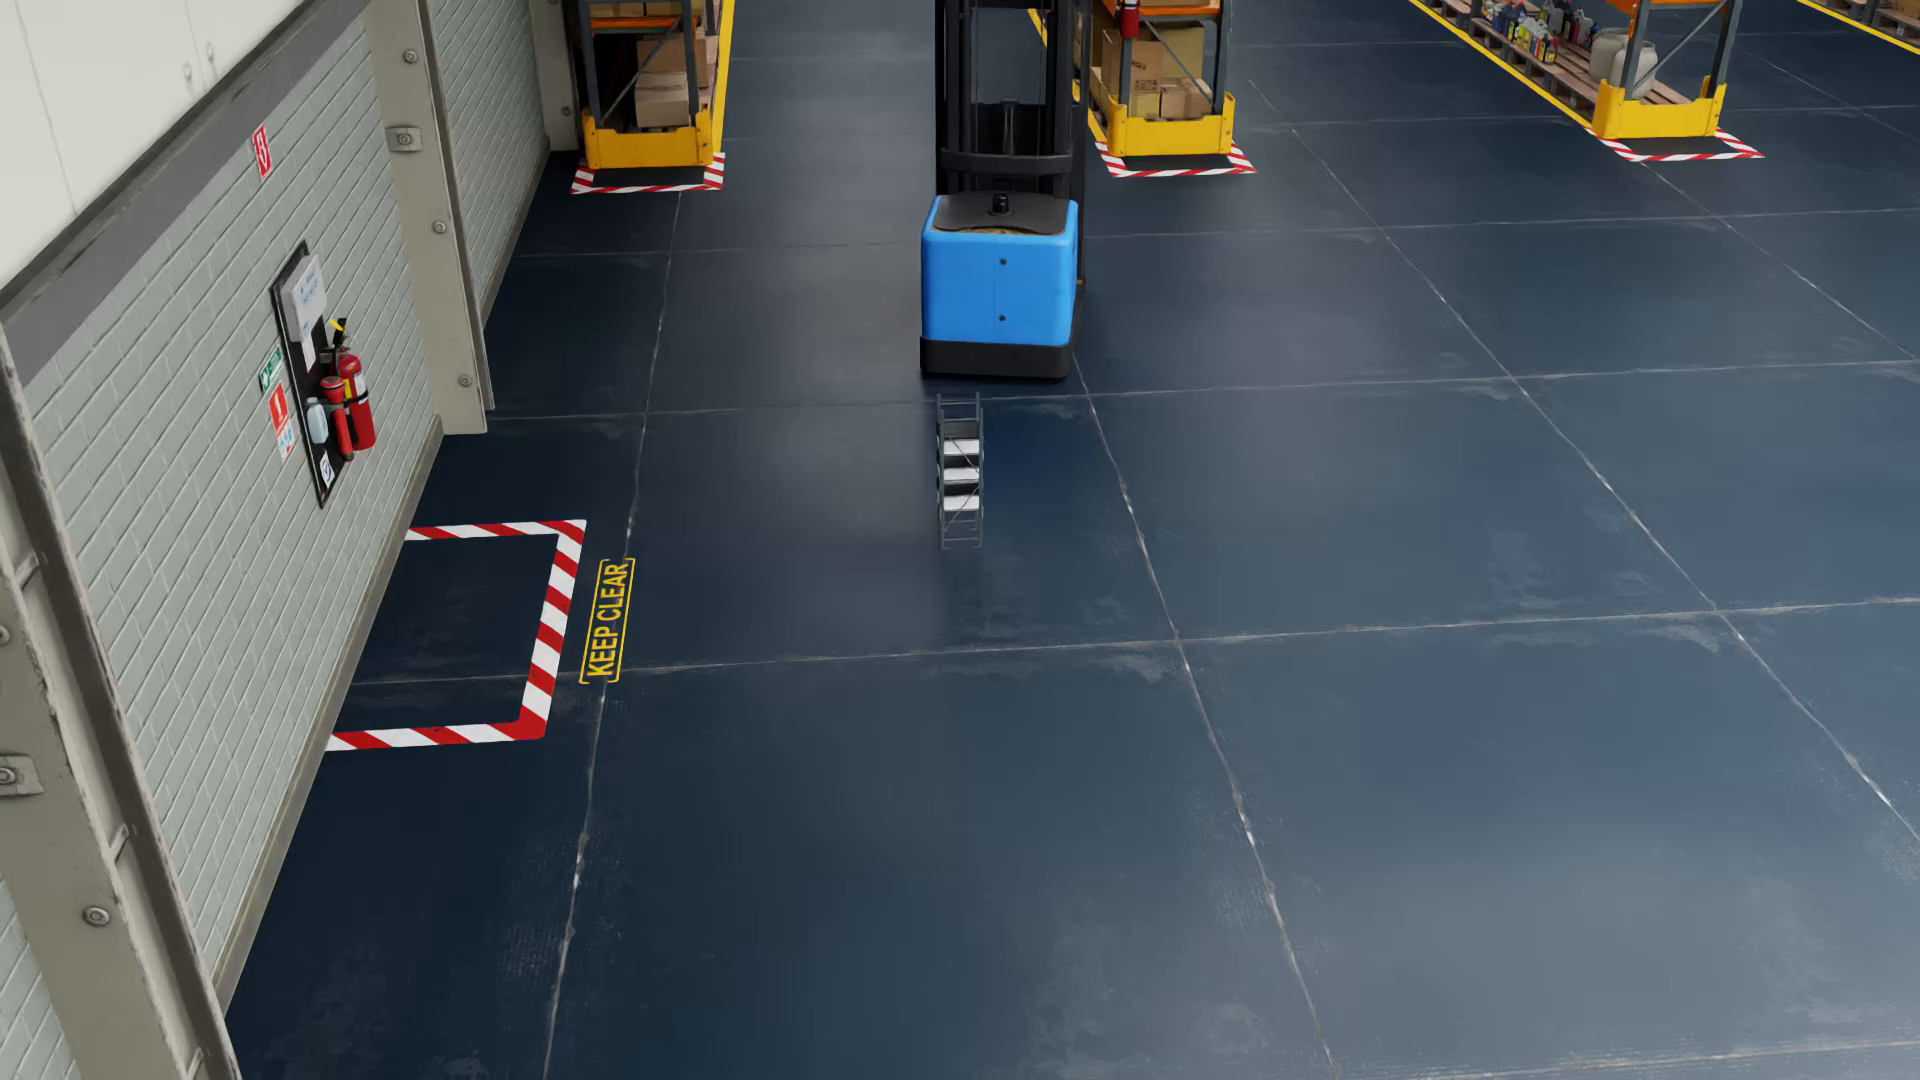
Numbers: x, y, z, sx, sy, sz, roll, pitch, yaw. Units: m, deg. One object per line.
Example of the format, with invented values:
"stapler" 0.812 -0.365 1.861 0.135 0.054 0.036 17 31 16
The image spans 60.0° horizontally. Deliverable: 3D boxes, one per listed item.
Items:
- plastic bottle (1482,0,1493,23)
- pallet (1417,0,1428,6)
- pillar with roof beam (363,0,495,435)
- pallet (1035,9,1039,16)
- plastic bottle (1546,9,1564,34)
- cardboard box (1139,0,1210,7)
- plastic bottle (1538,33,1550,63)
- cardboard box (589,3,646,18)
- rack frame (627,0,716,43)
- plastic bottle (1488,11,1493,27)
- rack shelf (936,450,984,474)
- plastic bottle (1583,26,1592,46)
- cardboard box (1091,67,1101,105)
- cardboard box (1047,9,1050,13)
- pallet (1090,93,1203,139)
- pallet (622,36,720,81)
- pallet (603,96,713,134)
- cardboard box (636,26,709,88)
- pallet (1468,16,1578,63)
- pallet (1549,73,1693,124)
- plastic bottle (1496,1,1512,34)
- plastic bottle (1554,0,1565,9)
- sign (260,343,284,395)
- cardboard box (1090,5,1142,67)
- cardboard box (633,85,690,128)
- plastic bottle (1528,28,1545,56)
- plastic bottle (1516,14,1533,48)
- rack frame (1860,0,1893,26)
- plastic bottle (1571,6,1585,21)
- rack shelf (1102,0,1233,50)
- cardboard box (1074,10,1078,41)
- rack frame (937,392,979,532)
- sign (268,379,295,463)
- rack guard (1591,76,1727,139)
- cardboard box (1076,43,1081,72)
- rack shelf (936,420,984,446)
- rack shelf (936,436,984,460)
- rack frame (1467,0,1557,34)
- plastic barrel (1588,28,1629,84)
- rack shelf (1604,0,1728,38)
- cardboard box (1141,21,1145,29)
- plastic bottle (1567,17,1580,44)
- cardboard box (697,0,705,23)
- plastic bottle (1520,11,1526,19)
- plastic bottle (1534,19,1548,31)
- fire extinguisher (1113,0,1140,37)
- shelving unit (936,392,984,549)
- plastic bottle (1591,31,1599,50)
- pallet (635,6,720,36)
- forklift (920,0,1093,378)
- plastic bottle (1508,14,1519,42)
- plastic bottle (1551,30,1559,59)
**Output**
"plastic bottle" 6.163 -6.184 19.409 0.097 0.271 0.097 0 31 0
"pallet" 6.340 -7.176 21.558 1.003 0.211 1.213 -3 31 -5
"pillar with roof beam" 1.000 -4.867 9.123 9.100 9.000 0.400 -3 31 -5
"pallet" 1.413 -6.916 21.122 1.003 0.211 1.213 -3 31 -5
"plastic bottle" 6.789 -5.936 18.991 0.152 0.276 0.135 -3 31 -5
"cardboard box" 1.980 -5.354 15.691 0.700 0.500 0.500 -3 31 -5
"plastic bottle" 6.306 -5.306 17.927 0.061 0.283 0.133 -2 31 -3
"cardboard box" -3.157 -5.006 15.333 0.500 0.250 0.500 -2 31 -4
"rack frame" -3.294 -6.875 18.335 1.000 3.000 0.127 -3 31 -5
"plastic bottle" 6.182 -6.050 19.253 0.097 0.201 0.097 0 31 0
"rack shelf" -0.001 -0.439 9.497 0.258 0.077 0.200 -3 31 -5
"plastic bottle" 7.014 -5.617 18.529 0.097 0.201 0.097 0 31 0
"cardboard box" 1.608 -4.586 16.775 0.500 0.250 0.500 -3 31 -5
"cardboard box" 1.310 -6.312 19.664 0.500 0.250 0.500 -3 31 -5
"pallet" 1.898 -4.263 16.682 1.003 0.211 1.213 -3 31 -5
"pallet" -3.196 -5.337 18.479 1.003 0.211 1.213 -3 31 -5
"pallet" -2.968 -4.091 16.393 1.003 0.211 1.213 -3 31 -5
"cardboard box" -2.968 -4.974 17.161 0.700 0.500 0.500 -5 31 -8
"pallet" 6.591 -5.808 19.267 1.003 0.211 1.213 -3 31 -5
"pallet" 6.819 -4.562 17.182 1.003 0.211 1.213 -3 31 -5
"plastic bottle" 6.232 -5.969 18.973 0.144 0.351 0.185 -2 31 -3
"plastic bottle" 6.917 -6.086 19.169 0.144 0.351 0.185 -4 31 -6
"sign" -3.136 -0.780 7.580 0.001 0.109 0.331 -3 31 -5
"cardboard box" 1.557 -5.163 17.010 0.500 0.500 0.500 -3 31 -5
"cardboard box" -2.895 -4.225 16.091 0.500 0.311 0.500 -6 31 -10
"plastic bottle" 6.326 -5.445 18.167 0.152 0.276 0.135 -4 31 -6
"plastic bottle" 6.289 -5.656 18.448 0.144 0.351 0.185 -3 31 -5
"rack frame" 11.501 -7.587 19.527 1.000 3.000 0.127 -3 31 -5
"plastic bottle" 6.965 -5.824 18.729 0.144 0.351 0.185 -3 31 -5
"rack shelf" 1.824 -5.784 17.211 1.077 0.370 4.000 -3 31 -5
"cardboard box" 1.463 -5.674 17.864 0.500 0.500 0.500 -3 31 -5
"rack frame" -0.010 -0.442 9.613 0.240 0.900 0.006 -3 31 -5
"sign" -3.145 -0.550 7.711 0.001 0.329 0.234 -3 31 -5
"rack guard" 6.889 -4.271 16.413 1.175 0.500 0.348 -3 31 -5
"cardboard box" 1.515 -5.097 17.630 0.500 0.250 0.500 -3 31 -5
"rack shelf" -0.001 -0.594 9.405 0.258 0.077 0.200 -3 31 -5
"rack shelf" -0.001 -0.516 9.451 0.258 0.077 0.200 -3 31 -5
"rack frame" 6.570 -7.350 19.130 1.000 3.000 0.127 -3 31 -5
"plastic barrel" 6.759 -5.008 17.226 0.421 0.512 0.421 0 31 0
"rack shelf" 6.756 -6.020 17.605 1.077 0.370 4.000 -3 31 -5
"cardboard box" 2.074 -5.188 17.051 0.500 0.500 0.500 -3 31 -5
"plastic bottle" 6.870 -5.706 18.598 0.061 0.283 0.133 -3 31 -5
"cardboard box" -3.379 -6.366 19.491 0.700 0.500 0.500 -2 31 -3
"plastic bottle" 6.366 -5.867 18.879 0.097 0.271 0.097 0 31 0
"plastic bottle" 6.434 -5.644 18.501 0.152 0.276 0.135 -3 31 -5
"fire extinguisher" 1.560 -4.956 15.198 0.296 0.674 0.183 -3 31 -5
"shelving unit" -0.001 -0.390 9.526 0.258 0.900 0.210 -3 31 -5
"plastic bottle" 7.034 -5.512 18.353 0.097 0.201 0.097 0 31 0
"pallet" -3.368 -6.075 19.715 1.003 0.211 1.213 -3 31 -5
"forklift" 0.397 -3.109 12.096 1.130 2.935 3.031 3 31 5
"plastic bottle" 6.223 -5.758 18.684 0.061 0.283 0.133 -1 31 -2
"plastic bottle" 6.445 -5.382 18.056 0.061 0.283 0.133 -3 31 -5
